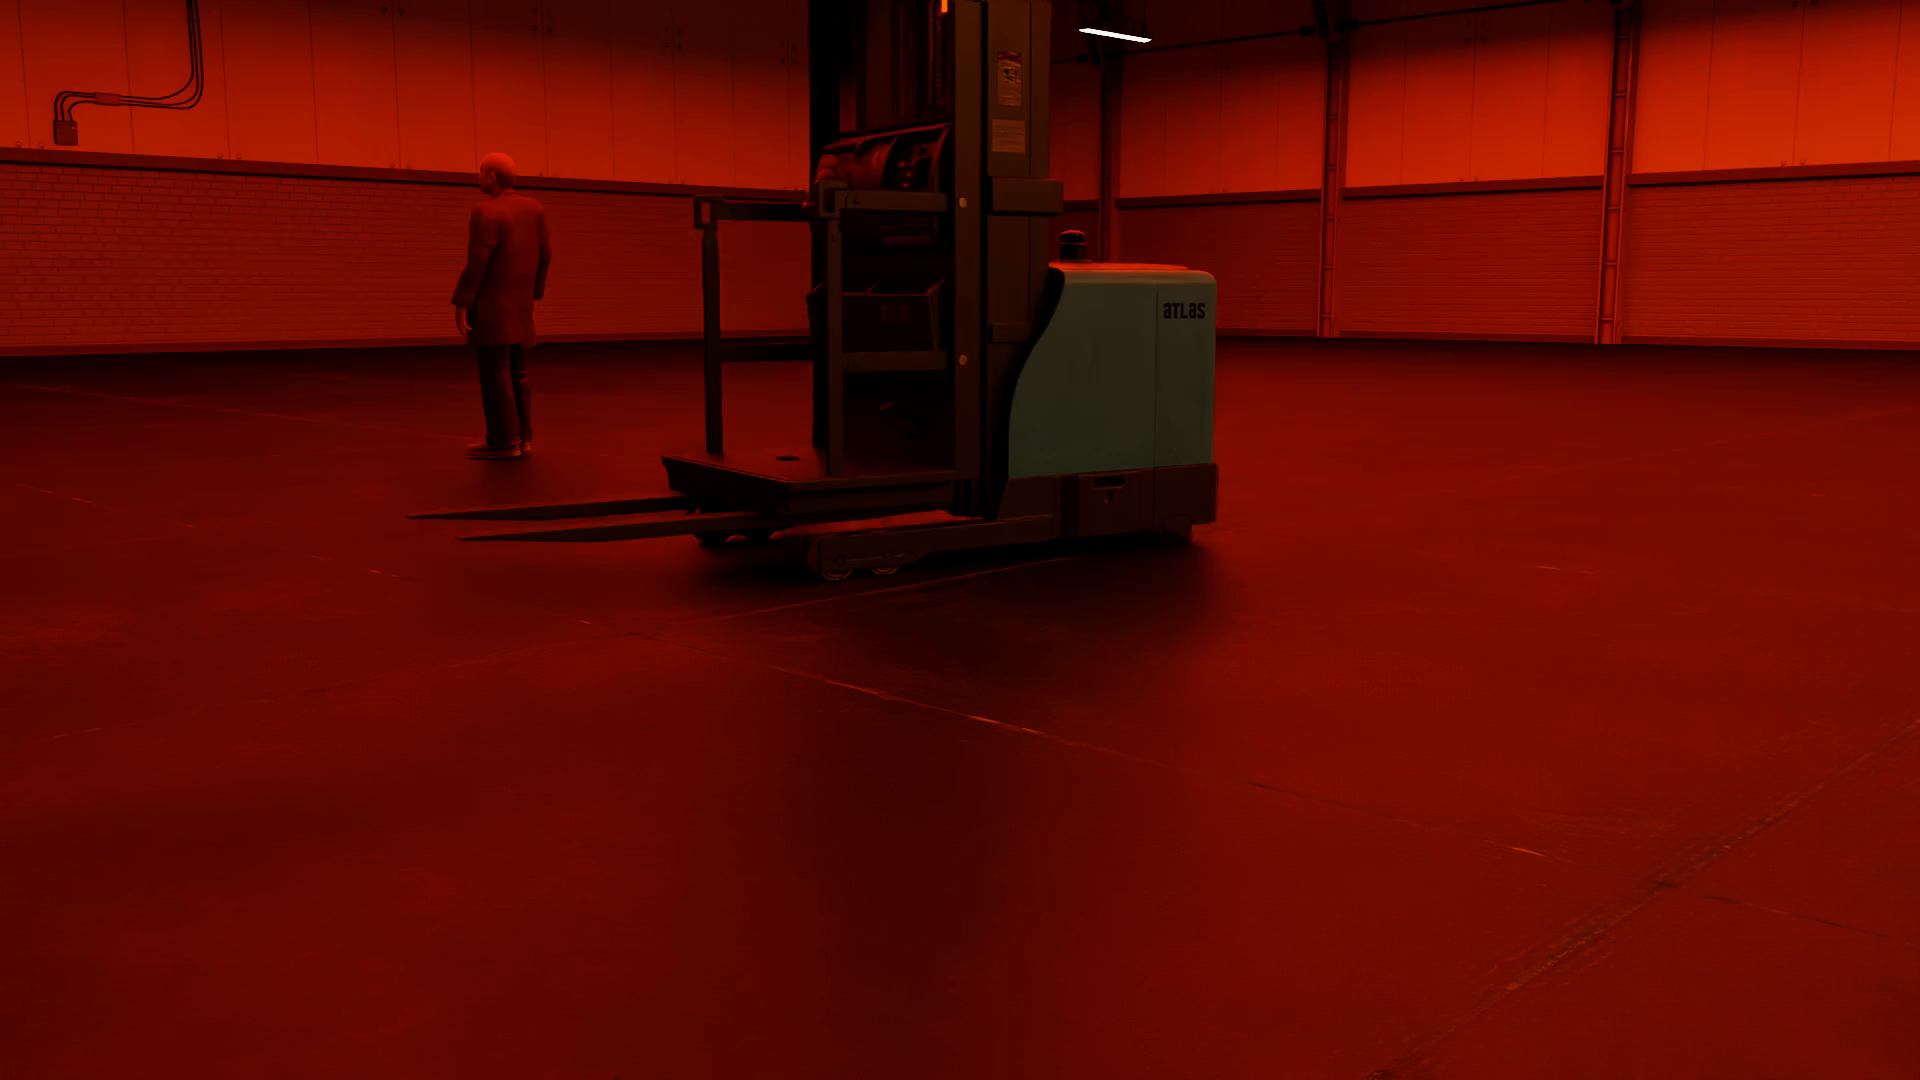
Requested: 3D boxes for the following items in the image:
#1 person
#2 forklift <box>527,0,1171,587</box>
[{"bbox_3d":[-2.789,-1.380,9.858,0.582,1.776,0.696,5,10,28],"label":"person"},{"bbox_3d":[-0.263,-1.365,5.938,1.130,2.935,3.031,5,10,29],"label":"forklift"}]
